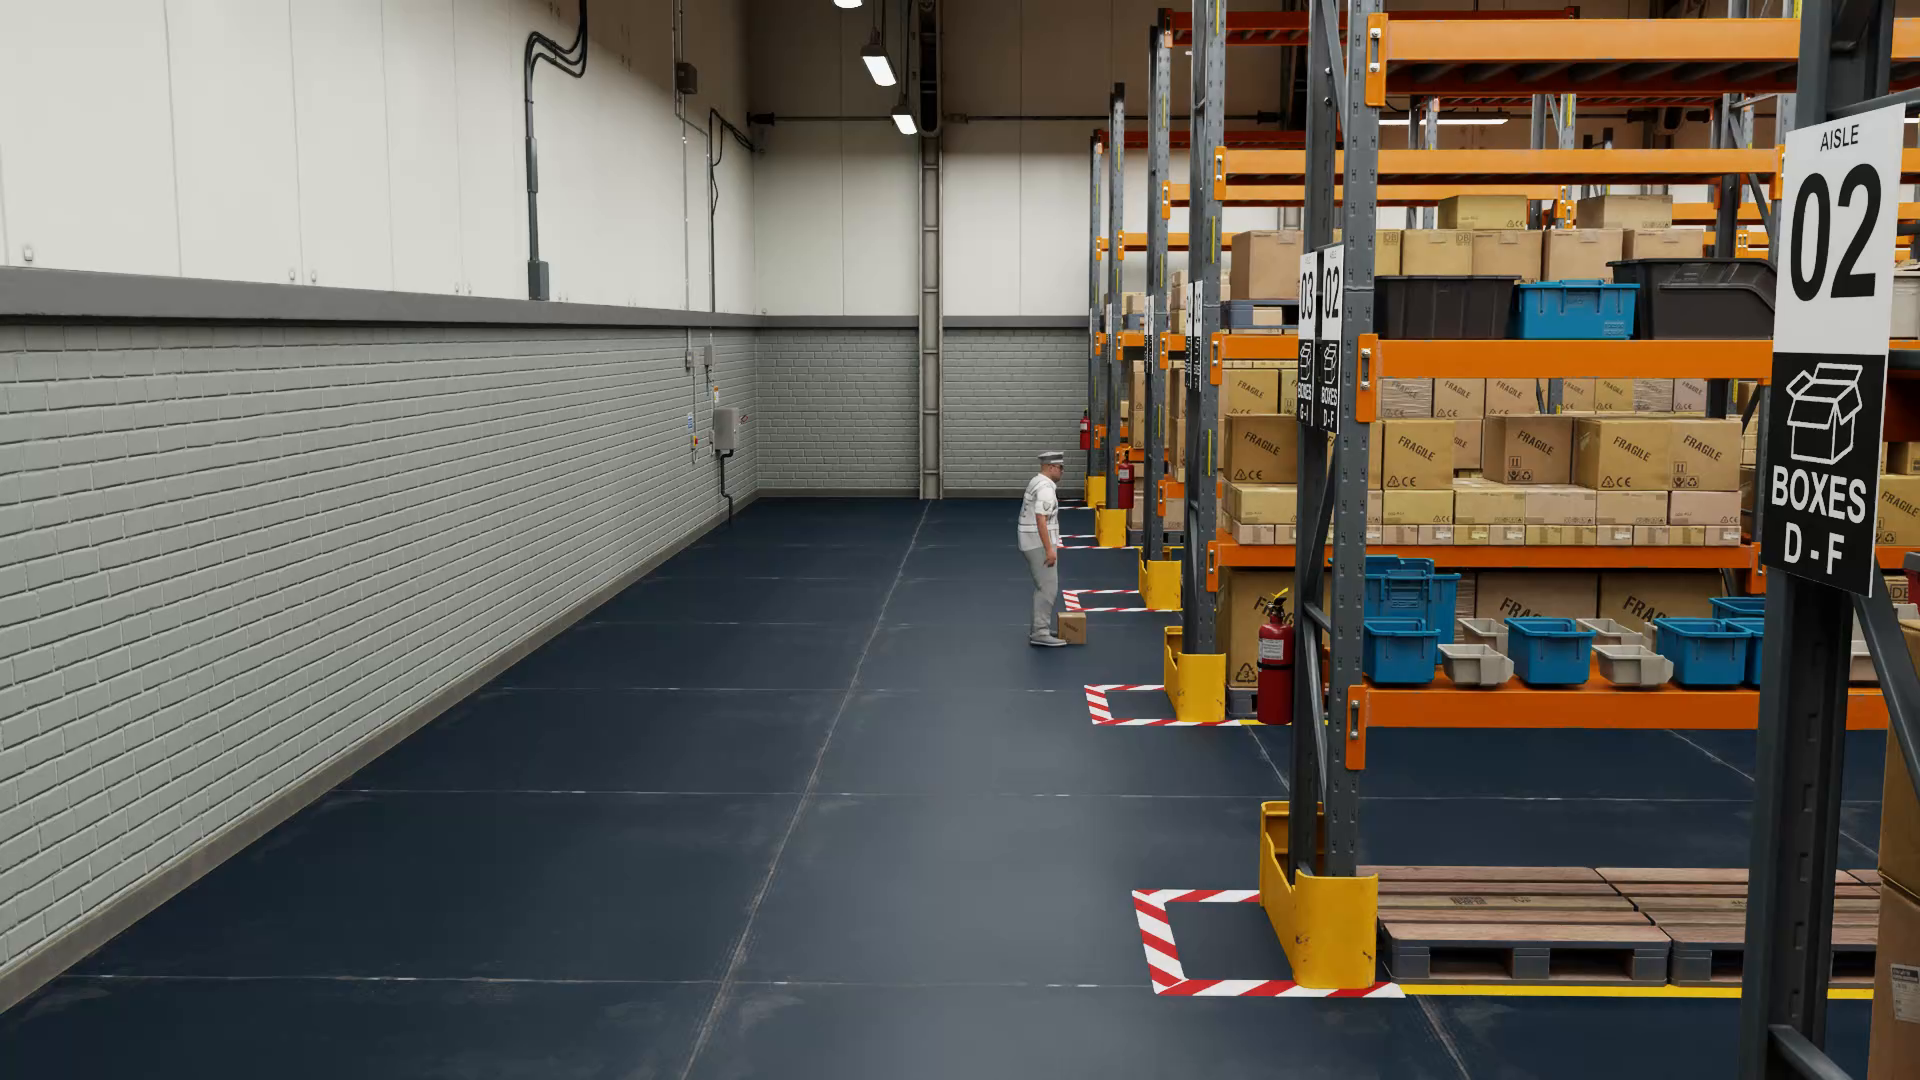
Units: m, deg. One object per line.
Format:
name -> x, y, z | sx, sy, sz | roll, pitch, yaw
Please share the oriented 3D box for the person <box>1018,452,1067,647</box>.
person -> 0.755, 0.067, 15.208 | 0.448, 1.747, 0.602 | 0, 7, -2
